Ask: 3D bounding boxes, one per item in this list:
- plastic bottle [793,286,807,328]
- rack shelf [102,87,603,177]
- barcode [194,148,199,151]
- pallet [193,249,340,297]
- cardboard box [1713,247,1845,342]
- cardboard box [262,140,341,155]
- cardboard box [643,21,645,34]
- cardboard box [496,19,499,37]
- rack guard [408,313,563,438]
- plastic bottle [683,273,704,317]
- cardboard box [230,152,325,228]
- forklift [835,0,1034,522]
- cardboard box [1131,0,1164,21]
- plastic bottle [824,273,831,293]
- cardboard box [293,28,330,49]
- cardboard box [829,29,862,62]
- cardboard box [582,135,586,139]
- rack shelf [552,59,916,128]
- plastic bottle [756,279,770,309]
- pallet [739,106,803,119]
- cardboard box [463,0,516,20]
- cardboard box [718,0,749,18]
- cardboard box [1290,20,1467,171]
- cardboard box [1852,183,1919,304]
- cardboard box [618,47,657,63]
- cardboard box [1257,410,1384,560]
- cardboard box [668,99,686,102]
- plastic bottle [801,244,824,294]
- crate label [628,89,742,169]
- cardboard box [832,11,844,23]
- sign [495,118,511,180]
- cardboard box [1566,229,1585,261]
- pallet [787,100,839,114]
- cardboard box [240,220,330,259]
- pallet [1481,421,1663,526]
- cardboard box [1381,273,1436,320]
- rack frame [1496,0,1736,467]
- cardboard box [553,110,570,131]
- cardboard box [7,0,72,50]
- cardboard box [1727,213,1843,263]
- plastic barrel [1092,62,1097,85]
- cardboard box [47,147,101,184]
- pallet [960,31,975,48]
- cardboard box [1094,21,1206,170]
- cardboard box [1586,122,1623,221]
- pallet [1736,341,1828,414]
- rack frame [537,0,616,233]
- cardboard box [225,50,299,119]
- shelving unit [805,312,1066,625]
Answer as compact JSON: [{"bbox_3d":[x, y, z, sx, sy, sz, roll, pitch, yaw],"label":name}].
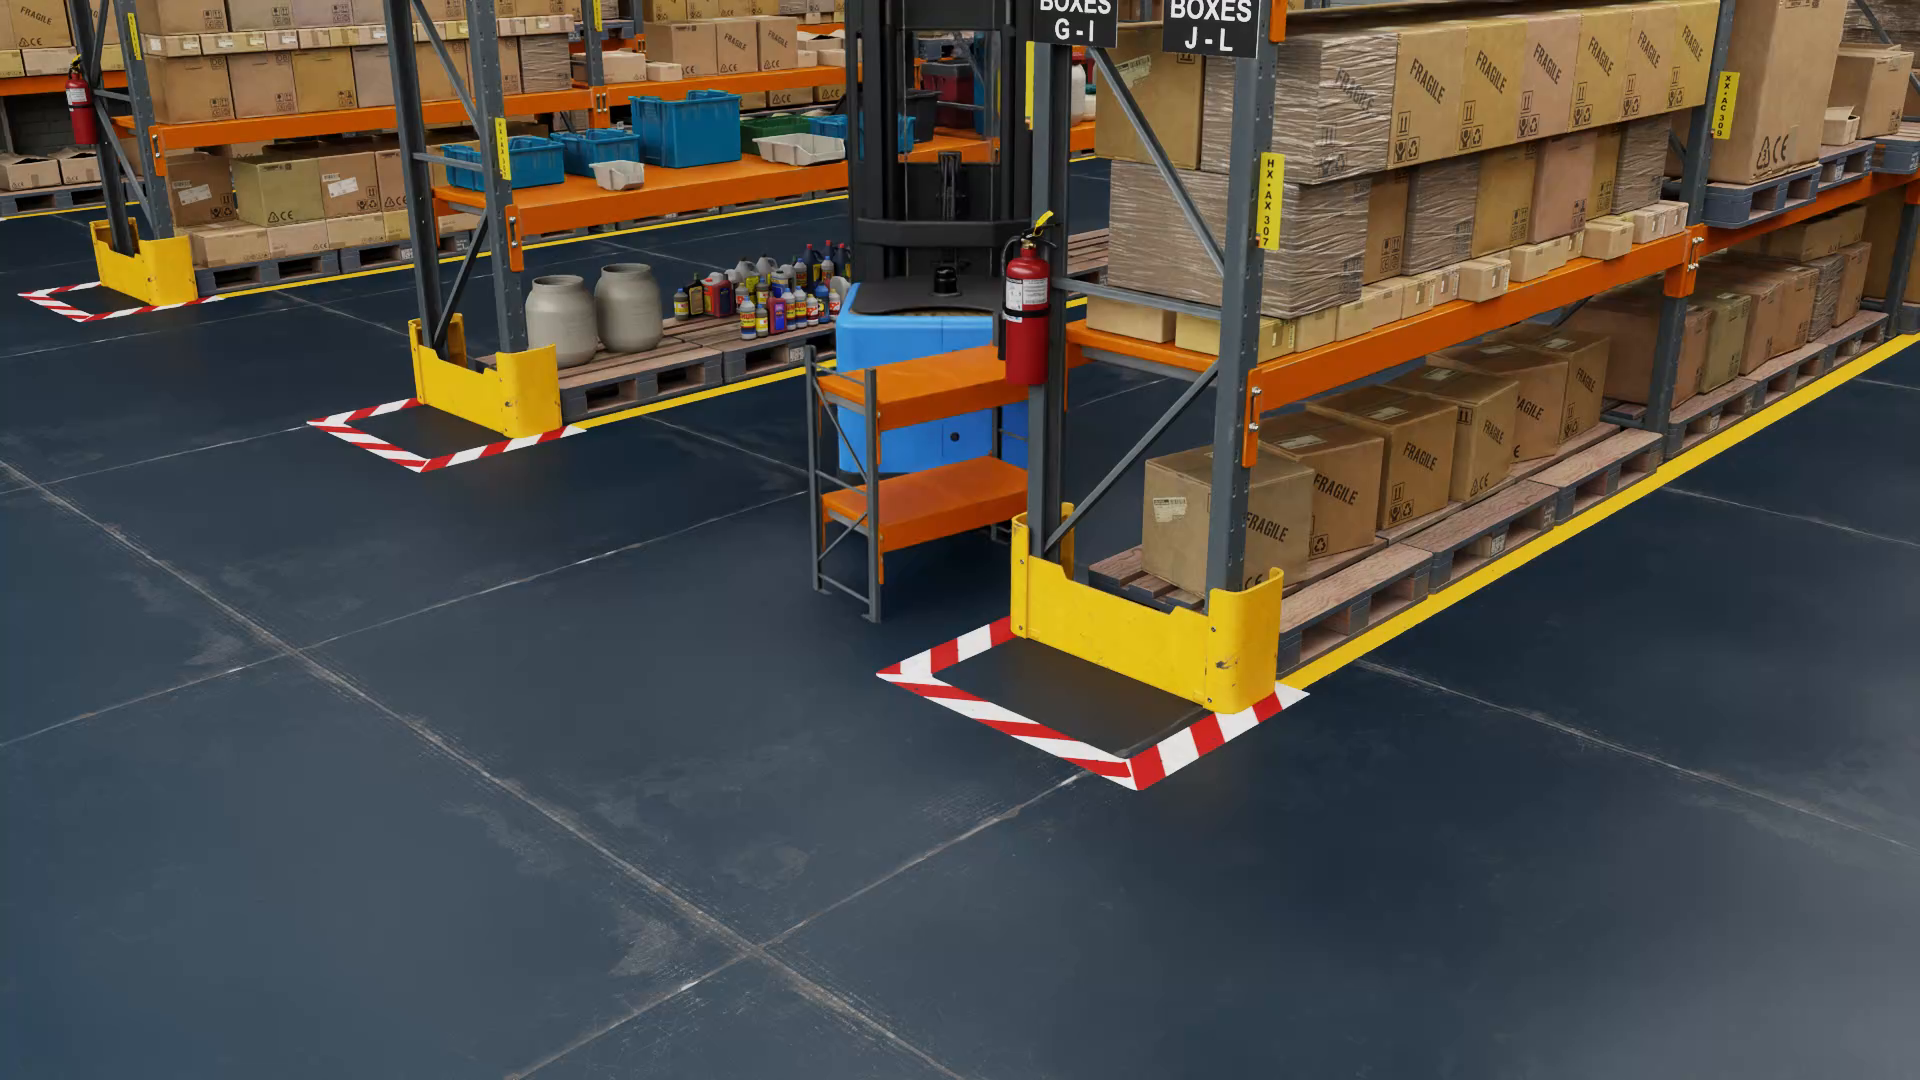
[{"bbox_3d":[-1.078,-1.569,11.166,0.097,0.271,0.097,0,21,0],"label":"plastic bottle"},{"bbox_3d":[-5.026,-3.554,14.144,1.077,0.370,4.000,19,28,41],"label":"rack shelf"},{"bbox_3d":[-8.323,-4.232,18.109,0.001,0.075,0.075,19,28,41],"label":"barcode"},{"bbox_3d":[-5.918,-2.282,13.716,1.003,0.211,1.213,19,28,41],"label":"pallet"},{"bbox_3d":[5.424,-1.668,11.104,0.700,0.500,0.500,16,26,36],"label":"cardboard box"},{"bbox_3d":[-5.573,-3.112,14.192,0.500,0.500,0.500,19,28,41],"label":"cardboard box"},{"bbox_3d":[-3.997,-6.590,21.362,0.380,0.149,0.250,19,28,40],"label":"cardboard box"},{"bbox_3d":[-4.205,-4.432,14.380,0.380,0.149,0.250,19,28,41],"label":"cardboard box"},{"bbox_3d":[-2.856,-1.000,9.979,1.175,0.500,0.348,19,28,41],"label":"rack guard"},{"bbox_3d":[-1.840,-1.689,11.462,0.133,0.283,0.061,-19,28,-41],"label":"plastic bottle"},{"bbox_3d":[-5.541,-2.850,13.510,0.500,0.500,0.500,19,28,41],"label":"cardboard box"},{"bbox_3d":[-0.038,-1.937,9.028,1.130,2.935,3.031,1,21,2],"label":"forklift"},{"bbox_3d":[2.501,-6.570,20.848,0.500,0.500,0.500,-19,28,-41],"label":"cardboard box"},{"bbox_3d":[-0.879,-1.717,11.533,0.061,0.283,0.133,19,28,41],"label":"plastic bottle"},{"bbox_3d":[-5.274,-4.038,13.357,0.380,0.149,0.250,18,27,39],"label":"cardboard box"},{"bbox_3d":[-1.126,-5.308,17.829,0.500,0.311,0.500,-18,27,-39],"label":"cardboard box"},{"bbox_3d":[-3.554,-3.755,16.128,0.500,0.311,0.500,19,28,41],"label":"cardboard box"},{"bbox_3d":[-2.236,-4.583,16.819,1.077,0.370,4.000,19,28,41],"label":"rack shelf"},{"bbox_3d":[-1.386,-1.735,11.694,0.097,0.201,0.097,0,21,0],"label":"plastic bottle"},{"bbox_3d":[-2.937,-5.866,23.041,1.003,0.211,1.213,19,28,41],"label":"pallet"},{"bbox_3d":[-4.288,-4.811,14.462,0.700,0.500,0.500,19,28,41],"label":"cardboard box"},{"bbox_3d":[-3.151,-7.187,22.010,0.500,0.500,0.500,19,28,40],"label":"cardboard box"},{"bbox_3d":[1.606,-1.748,6.494,0.500,0.500,0.500,19,28,41],"label":"cardboard box"},{"bbox_3d":[6.751,-2.329,12.328,1.225,0.875,0.875,18,27,38],"label":"cardboard box"},{"bbox_3d":[-3.149,-4.614,16.084,0.396,0.266,0.258,18,28,39],"label":"cardboard box"},{"bbox_3d":[1.514,-0.244,7.426,0.500,0.500,0.500,-12,24,-28],"label":"cardboard box"},{"bbox_3d":[-3.785,-6.020,21.968,0.750,0.750,0.750,19,28,40],"label":"cardboard box"},{"bbox_3d":[-1.077,-1.980,12.125,0.144,0.351,0.185,18,27,38],"label":"plastic bottle"},{"bbox_3d":[-1.785,-2.693,10.850,0.502,0.435,0.616,19,28,41],"label":"crate label"},{"bbox_3d":[-1.794,-7.363,23.373,0.250,0.149,0.380,-20,28,-41],"label":"cardboard box"},{"bbox_3d":[-2.484,-2.126,9.039,0.100,0.325,0.005,19,28,41],"label":"sign"},{"bbox_3d":[2.763,-1.443,7.999,0.380,0.149,0.250,19,28,41],"label":"cardboard box"},{"bbox_3d":[-2.086,-6.181,23.861,1.003,0.211,1.213,19,28,41],"label":"pallet"},{"bbox_3d":[-5.542,-2.500,13.646,0.500,0.250,0.500,19,28,41],"label":"cardboard box"},{"bbox_3d":[3.021,-0.441,8.928,1.003,0.211,1.213,19,28,41],"label":"pallet"},{"bbox_3d":[1.756,-1.044,6.960,0.380,0.149,0.250,19,28,41],"label":"cardboard box"},{"bbox_3d":[3.464,-1.924,8.900,1.000,3.000,0.127,19,28,41],"label":"rack frame"},{"bbox_3d":[-5.300,-5.409,20.836,0.700,0.500,0.500,19,28,41],"label":"cardboard box"},{"bbox_3d":[-9.073,-5.076,16.237,0.500,0.500,0.500,19,28,41],"label":"cardboard box"},{"bbox_3d":[5.446,-2.022,10.981,0.500,0.250,0.500,-16,26,-36],"label":"cardboard box"},{"bbox_3d":[1.252,-3.607,13.088,0.433,0.535,0.433,0,21,0],"label":"plastic barrel"},{"bbox_3d":[-9.028,-3.867,17.090,0.500,0.311,0.500,-17,27,-38],"label":"cardboard box"},{"bbox_3d":[0.513,-5.844,19.366,1.003,0.211,1.213,19,28,41],"label":"pallet"},{"bbox_3d":[0.880,-1.751,6.502,0.500,0.500,0.500,19,28,41],"label":"cardboard box"},{"bbox_3d":[2.732,-1.890,8.256,0.875,0.500,0.500,19,28,41],"label":"cardboard box"},{"bbox_3d":[4.857,-1.138,10.741,1.003,0.211,1.213,19,28,41],"label":"pallet"},{"bbox_3d":[-3.631,-4.404,15.353,1.000,3.000,0.127,19,28,41],"label":"rack frame"},{"bbox_3d":[-5.724,-3.676,13.318,0.500,0.500,0.700,-19,28,-41],"label":"cardboard box"},{"bbox_3d":[-0.094,-0.347,7.408,1.048,1.125,0.538,-15,26,-34],"label":"shelving unit"}]
